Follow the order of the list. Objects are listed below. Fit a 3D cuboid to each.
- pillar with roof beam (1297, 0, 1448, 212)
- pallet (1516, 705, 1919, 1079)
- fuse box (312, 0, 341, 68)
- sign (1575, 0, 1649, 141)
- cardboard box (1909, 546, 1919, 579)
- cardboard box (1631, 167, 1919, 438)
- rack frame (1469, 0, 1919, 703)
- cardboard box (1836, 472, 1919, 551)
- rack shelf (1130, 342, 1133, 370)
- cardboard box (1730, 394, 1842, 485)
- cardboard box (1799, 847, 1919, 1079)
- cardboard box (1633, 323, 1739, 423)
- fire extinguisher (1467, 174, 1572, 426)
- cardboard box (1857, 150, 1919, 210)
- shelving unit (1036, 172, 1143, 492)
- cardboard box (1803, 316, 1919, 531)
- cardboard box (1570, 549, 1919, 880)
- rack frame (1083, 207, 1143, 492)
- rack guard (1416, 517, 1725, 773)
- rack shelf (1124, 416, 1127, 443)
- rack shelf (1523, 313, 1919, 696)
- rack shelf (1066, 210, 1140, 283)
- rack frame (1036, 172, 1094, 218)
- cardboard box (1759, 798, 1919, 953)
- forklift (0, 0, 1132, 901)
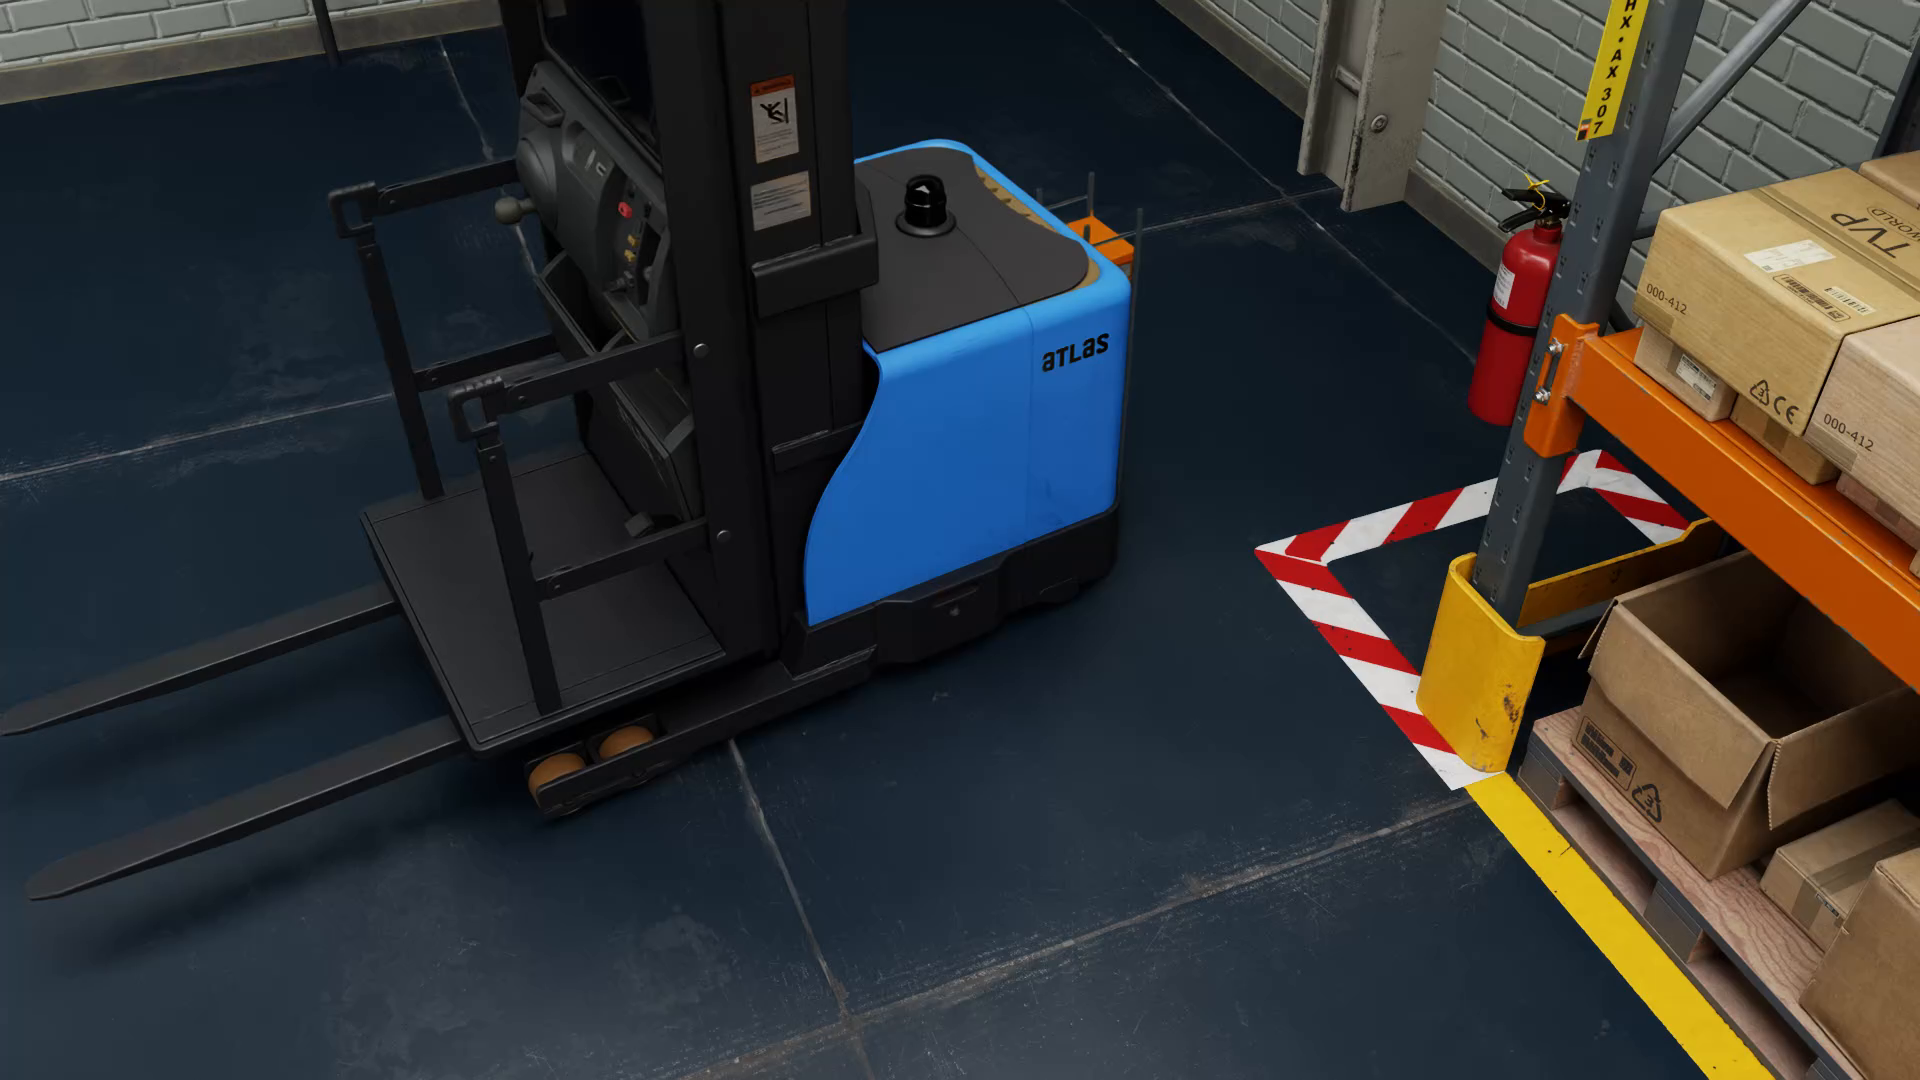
[{"bbox_3d":[-2.327,-3.836,2.809,9.100,9.000,0.400,-15,43,-17],"label":"pillar with roof beam"},{"bbox_3d":[2.184,0.797,4.161,1.003,0.211,1.213,-15,43,-17],"label":"pallet"},{"bbox_3d":[-2.918,-2.884,7.291,0.539,1.711,0.414,-15,43,-17],"label":"fuse box"},{"bbox_3d":[1.348,-0.979,3.424,0.100,0.325,0.005,-15,43,-17],"label":"sign"},{"bbox_3d":[2.034,0.035,3.102,0.380,0.149,0.250,-14,43,-16],"label":"cardboard box"},{"bbox_3d":[1.774,-0.501,3.419,0.500,0.250,0.500,-15,43,-17],"label":"cardboard box"},{"bbox_3d":[1.849,-0.786,3.863,1.000,3.000,0.127,-15,43,-17],"label":"rack frame"},{"bbox_3d":[1.994,-0.133,3.297,0.380,0.149,0.250,-16,43,-17],"label":"cardboard box"},{"bbox_3d":[0.372,-0.575,5.130,0.215,0.259,0.240,-22,45,-23],"label":"rack shelf"},{"bbox_3d":[1.861,-0.283,3.471,0.380,0.149,0.250,-14,43,-16],"label":"cardboard box"},{"bbox_3d":[2.287,0.919,3.476,0.700,0.500,0.500,-13,42,-15],"label":"cardboard box"},{"bbox_3d":[1.721,-0.424,3.636,0.380,0.149,0.250,-15,43,-17],"label":"cardboard box"},{"bbox_3d":[1.366,-0.589,3.979,0.296,0.674,0.183,-15,43,-17],"label":"fire extinguisher"},{"bbox_3d":[2.270,-0.631,3.570,0.500,0.250,0.500,-14,43,-16],"label":"cardboard box"},{"bbox_3d":[0.372,-0.583,5.123,0.215,1.050,0.252,-22,45,-23],"label":"shelving unit"},{"bbox_3d":[1.967,-0.198,3.066,0.500,0.250,0.500,-15,43,-16],"label":"cardboard box"},{"bbox_3d":[1.995,0.393,4.085,0.797,0.503,0.637,-17,43,-19],"label":"cardboard box"},{"bbox_3d":[0.435,-0.515,5.044,0.200,1.050,0.008,-22,45,-23],"label":"rack frame"},{"bbox_3d":[1.878,0.208,4.625,1.175,0.500,0.348,-15,43,-17],"label":"rack guard"},{"bbox_3d":[0.372,-0.364,5.311,0.215,0.259,0.240,-22,45,-23],"label":"rack shelf"},{"bbox_3d":[2.614,0.692,2.697,1.077,0.370,4.000,-15,43,-17],"label":"rack shelf"},{"bbox_3d":[0.372,-0.790,4.945,0.215,0.259,0.240,-22,45,-23],"label":"rack shelf"},{"bbox_3d":[0.309,-0.651,5.202,0.200,1.050,0.008,-22,45,-23],"label":"rack frame"},{"bbox_3d":[2.122,0.793,3.891,0.380,0.149,0.250,-17,43,-19],"label":"cardboard box"},{"bbox_3d":[-1.058,-0.778,3.907,3.031,2.935,1.130,-21,45,-23],"label":"forklift"}]
